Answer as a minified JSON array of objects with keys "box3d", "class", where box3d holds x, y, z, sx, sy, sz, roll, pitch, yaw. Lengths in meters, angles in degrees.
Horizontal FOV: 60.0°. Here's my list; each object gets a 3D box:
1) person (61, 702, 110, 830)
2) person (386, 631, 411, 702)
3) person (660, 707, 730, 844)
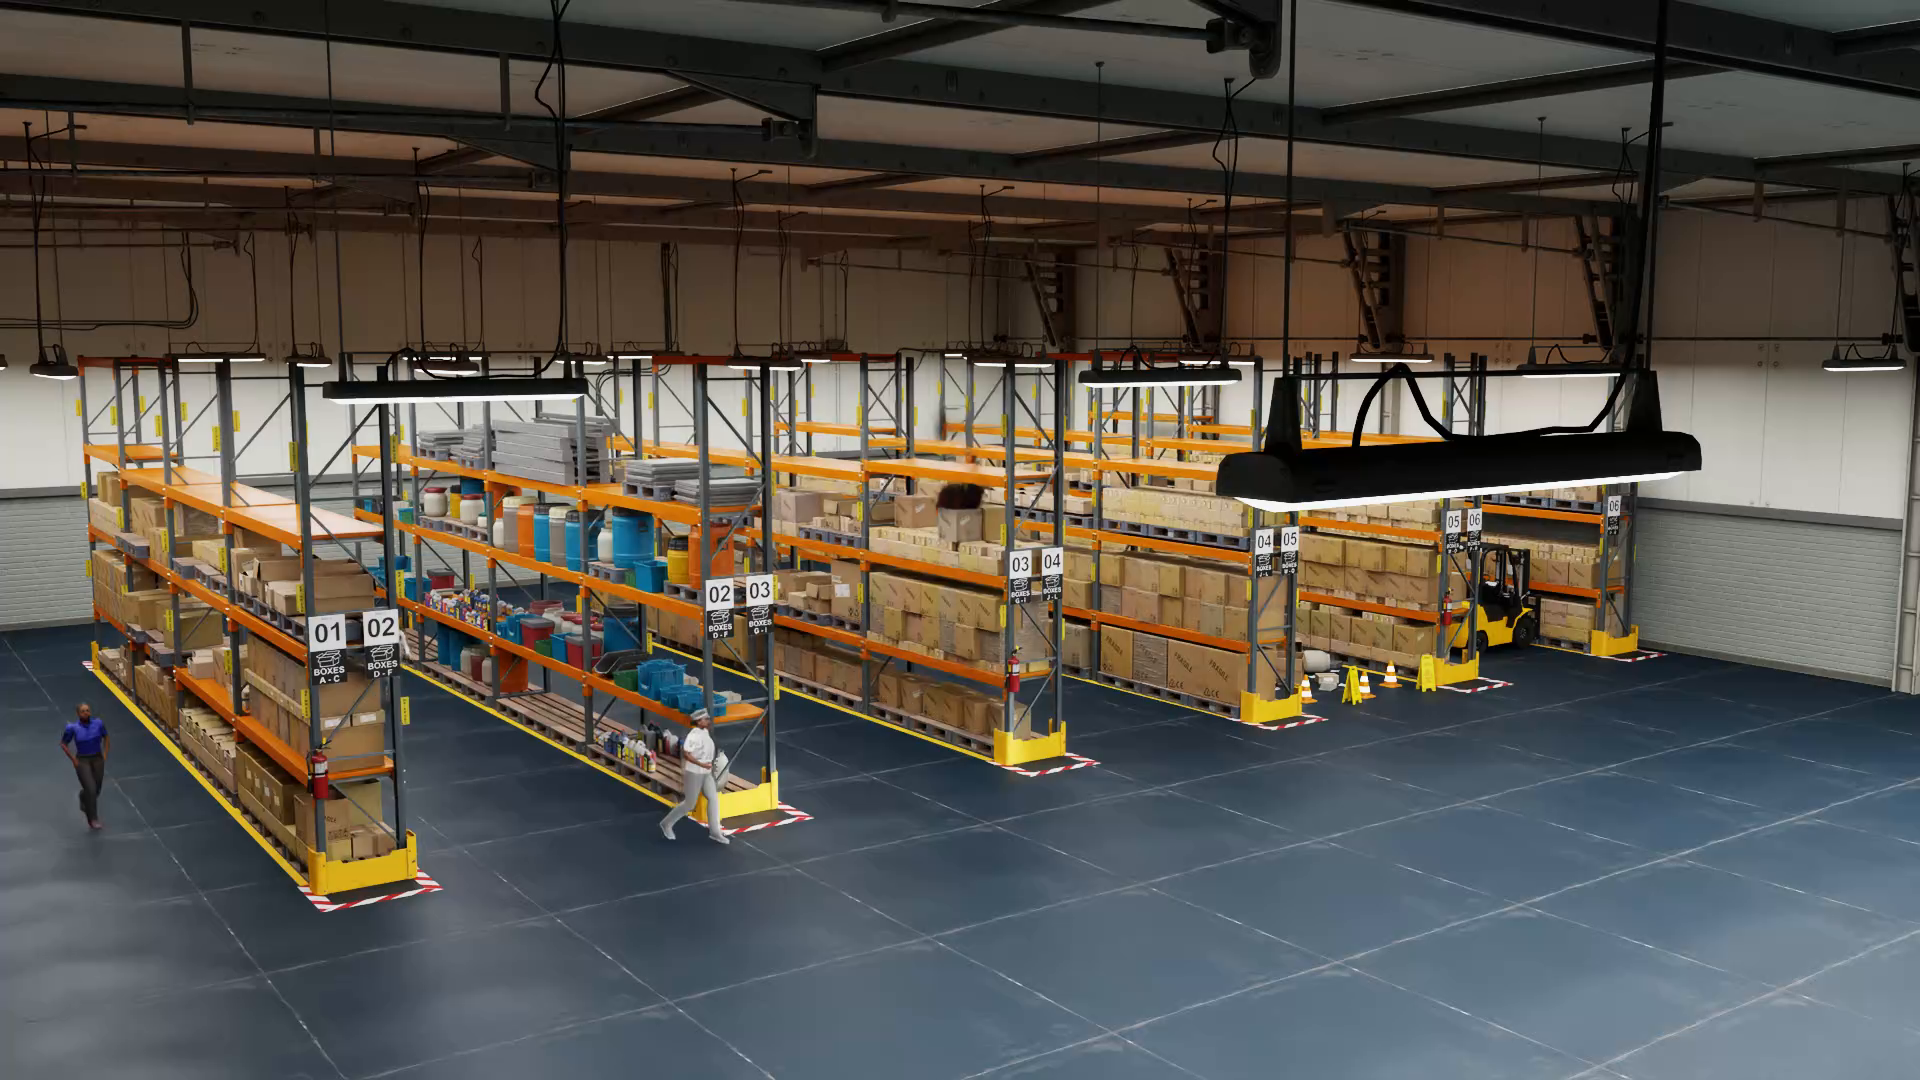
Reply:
[{"box3d":[-11.390,2.912,21.681,0.710,1.666,0.576,7,10,44],"class":"person"},{"box3d":[-9.689,2.094,28.261,0.575,1.678,0.843,-6,9,-38],"class":"person"},{"box3d":[-3.283,2.952,21.016,0.923,1.672,0.659,2,7,19],"class":"person"}]
